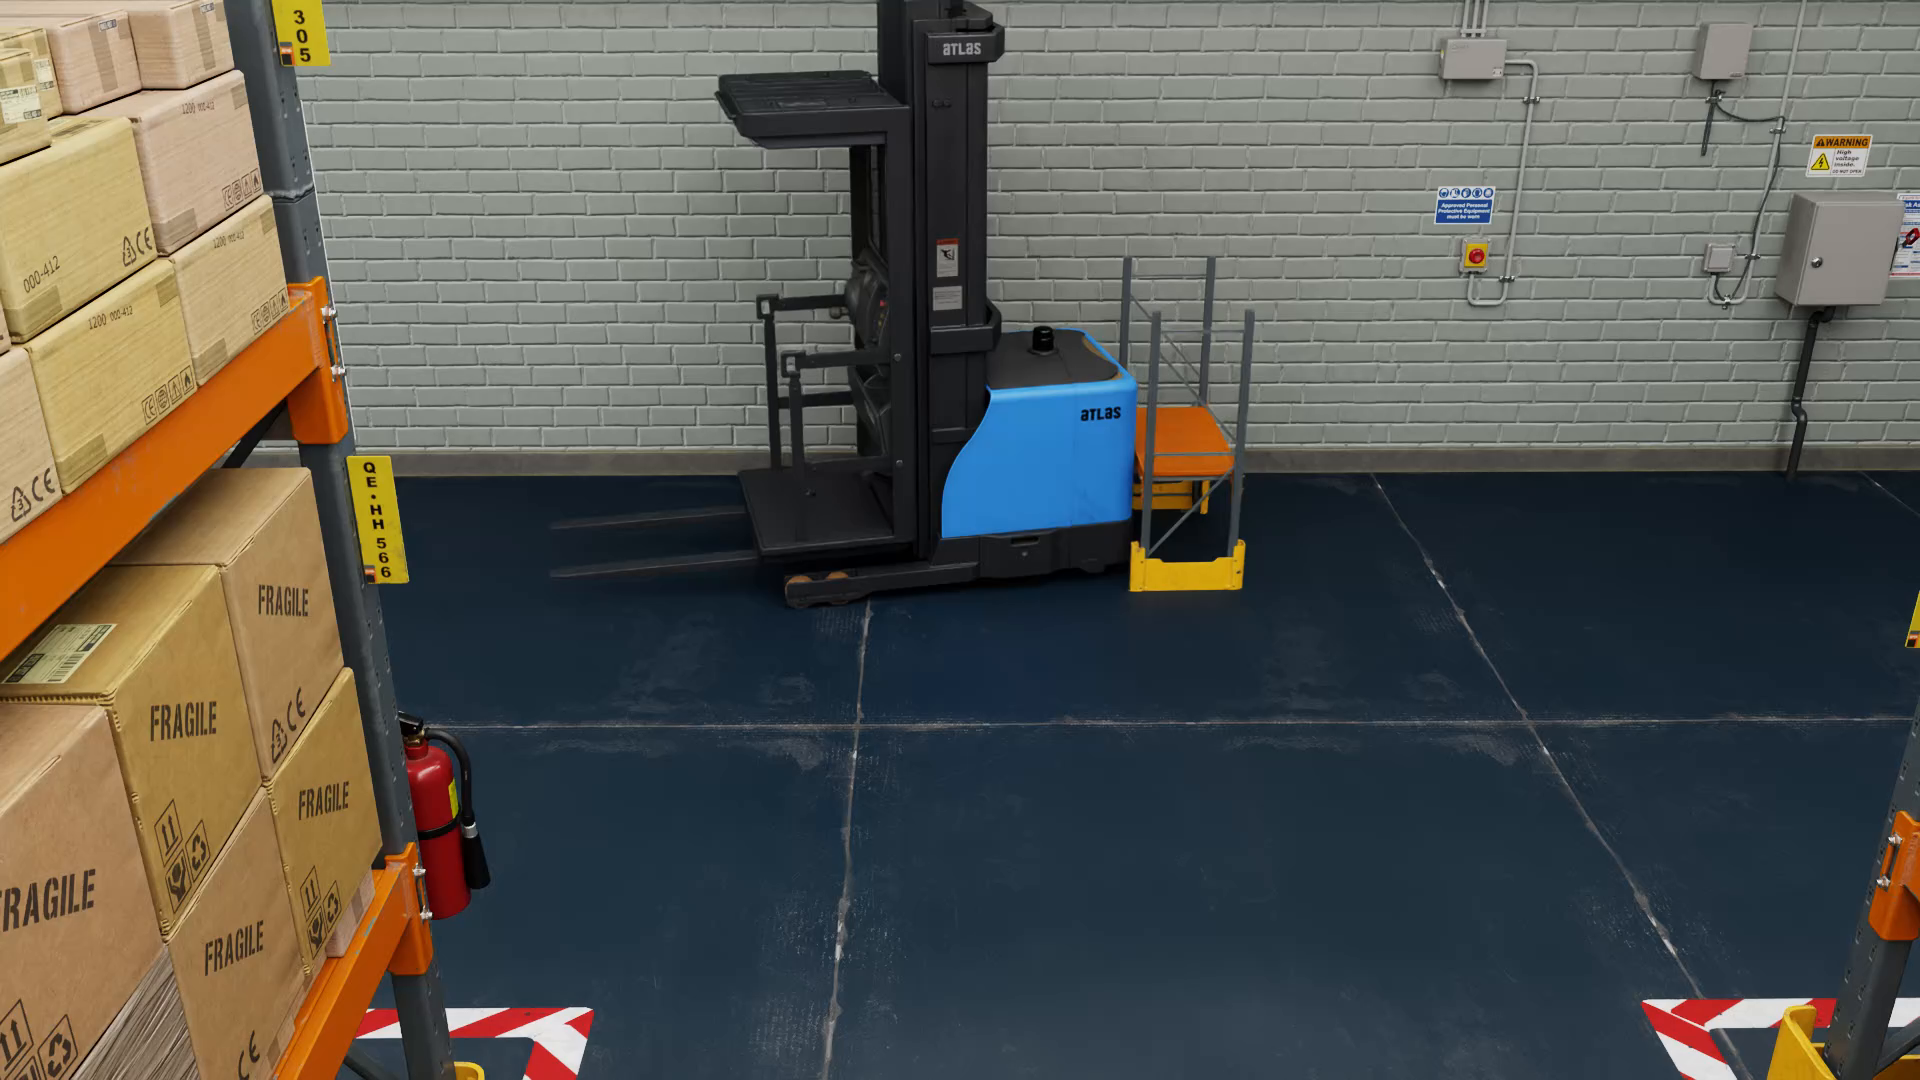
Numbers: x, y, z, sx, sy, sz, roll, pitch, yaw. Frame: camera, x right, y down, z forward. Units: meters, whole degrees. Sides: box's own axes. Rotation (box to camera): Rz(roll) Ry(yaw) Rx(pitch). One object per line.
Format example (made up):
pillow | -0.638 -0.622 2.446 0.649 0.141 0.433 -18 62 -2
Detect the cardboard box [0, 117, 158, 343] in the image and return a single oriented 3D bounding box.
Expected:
cardboard box | -1.661 -0.506 2.665 0.500 0.250 0.500 -1 24 -2

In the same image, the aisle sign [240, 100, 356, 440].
aisle sign | -1.628 -0.595 3.772 0.394 0.787 0.004 0 24 -1

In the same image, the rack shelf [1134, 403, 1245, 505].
rack shelf | 1.158 -0.474 8.914 0.538 0.185 1.000 -1 24 -2

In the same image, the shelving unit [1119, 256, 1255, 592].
shelving unit | 1.158 -0.641 8.848 0.587 1.500 1.083 -1 24 -2

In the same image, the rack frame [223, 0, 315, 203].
rack frame | -1.927 -2.113 3.002 1.000 3.000 0.127 0 24 -1

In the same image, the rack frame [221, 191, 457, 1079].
rack frame | -1.927 0.621 4.238 1.000 3.000 0.127 0 24 -1

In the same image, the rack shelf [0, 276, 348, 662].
rack shelf | -1.905 0.406 1.946 1.077 0.370 4.000 0 24 -1

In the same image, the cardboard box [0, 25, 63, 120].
cardboard box | -1.721 -0.744 2.706 0.380 0.149 0.250 -1 24 -2

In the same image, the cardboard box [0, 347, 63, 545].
cardboard box | -1.653 -0.077 2.322 0.500 0.250 0.500 1 24 2

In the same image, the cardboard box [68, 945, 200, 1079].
cardboard box | -1.649 1.045 2.818 0.500 0.500 0.500 0 24 0

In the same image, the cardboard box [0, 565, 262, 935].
cardboard box | -1.668 0.380 3.074 0.500 0.500 0.500 -1 24 -2

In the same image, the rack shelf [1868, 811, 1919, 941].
rack shelf | 3.043 1.709 2.705 1.077 0.370 4.000 0 24 -1

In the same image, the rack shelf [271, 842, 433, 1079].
rack shelf | -1.905 1.772 2.564 1.077 0.370 4.000 0 24 -1

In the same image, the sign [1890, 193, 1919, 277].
sign | 5.531 -1.760 9.618 0.329 0.494 0.001 0 24 -1

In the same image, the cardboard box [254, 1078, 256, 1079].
cardboard box | -1.632 1.179 3.308 0.380 0.149 0.250 0 24 1

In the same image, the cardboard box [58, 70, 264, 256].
cardboard box | -1.668 -0.717 3.131 0.500 0.250 0.500 -1 24 -2

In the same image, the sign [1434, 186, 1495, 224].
sign | 2.888 -1.915 9.516 0.327 0.218 0.001 0 24 -1

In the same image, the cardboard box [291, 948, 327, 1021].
cardboard box | -1.676 0.971 3.769 0.380 0.149 0.250 0 24 -1

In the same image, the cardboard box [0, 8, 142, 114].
cardboard box | -1.703 -0.850 2.940 0.380 0.149 0.250 0 24 0

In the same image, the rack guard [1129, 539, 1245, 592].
rack guard | 1.181 0.133 8.652 0.587 0.250 0.087 -1 24 -2

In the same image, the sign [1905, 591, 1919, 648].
sign | 2.467 0.126 4.184 0.100 0.325 0.005 0 24 -1

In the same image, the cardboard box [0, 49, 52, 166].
cardboard box | -1.610 -0.635 2.467 0.380 0.149 0.250 0 24 0

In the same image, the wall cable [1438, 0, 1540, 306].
wall cable | 2.937 -2.244 9.301 0.585 1.953 0.123 0 24 -1

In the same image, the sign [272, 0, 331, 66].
sign | -1.372 -1.144 3.425 0.100 0.325 0.005 0 24 -1

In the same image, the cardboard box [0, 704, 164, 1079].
cardboard box | -1.653 0.594 2.600 0.500 0.500 0.500 1 24 2

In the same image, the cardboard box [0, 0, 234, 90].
cardboard box | -1.630 -0.952 3.166 0.380 0.149 0.250 0 24 -1

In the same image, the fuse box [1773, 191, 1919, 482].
fuse box | 5.039 -1.129 9.670 0.539 1.711 0.414 0 24 -1

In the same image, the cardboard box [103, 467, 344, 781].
cardboard box | -1.673 0.171 3.536 0.500 0.500 0.500 -1 24 -2

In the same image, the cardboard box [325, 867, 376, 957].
cardboard box | -1.641 0.868 3.996 0.380 0.149 0.250 0 24 0

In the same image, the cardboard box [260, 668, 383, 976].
cardboard box | -1.665 0.623 3.749 0.500 0.500 0.500 0 24 1

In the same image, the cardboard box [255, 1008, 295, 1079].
cardboard box | -1.658 1.074 3.540 0.380 0.149 0.250 0 24 -1

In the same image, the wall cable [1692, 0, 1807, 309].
wall cable | 4.355 -2.241 9.332 0.588 1.984 0.122 0 24 -1

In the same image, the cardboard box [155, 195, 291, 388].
cardboard box | -1.657 -0.492 3.239 0.500 0.250 0.500 -1 24 -2

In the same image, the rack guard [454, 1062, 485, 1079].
rack guard | -1.926 1.791 4.684 1.175 0.500 0.348 0 24 -1

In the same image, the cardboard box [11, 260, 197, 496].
cardboard box | -1.645 -0.281 2.774 0.500 0.250 0.500 0 24 0

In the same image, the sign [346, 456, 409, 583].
sign | -1.372 -0.045 3.922 0.100 0.325 0.005 0 24 -1

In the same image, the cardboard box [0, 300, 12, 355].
cardboard box | -1.658 -0.295 2.198 0.500 0.250 0.500 0 24 0

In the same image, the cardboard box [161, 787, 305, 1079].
cardboard box | -1.664 0.836 3.280 0.500 0.500 0.500 -1 24 -1

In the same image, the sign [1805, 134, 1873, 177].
sign | 4.981 -2.177 9.422 0.339 0.242 0.001 0 24 -1

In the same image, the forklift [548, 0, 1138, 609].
forklift | -0.650 -1.223 8.398 3.031 2.935 1.130 -5 25 -12

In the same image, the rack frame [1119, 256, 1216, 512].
rack frame | 1.134 -0.847 9.302 0.500 1.500 0.032 -1 24 -2

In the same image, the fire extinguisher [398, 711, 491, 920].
fire extinguisher | -1.468 0.720 4.565 0.296 0.674 0.183 0 24 -1

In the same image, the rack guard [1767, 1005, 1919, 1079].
rack guard | 3.021 1.686 4.916 1.175 0.500 0.348 0 24 -1

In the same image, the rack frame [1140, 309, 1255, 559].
rack frame | 1.182 -0.428 8.377 0.500 1.500 0.032 -1 24 -2

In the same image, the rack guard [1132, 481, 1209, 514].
rack guard | 1.134 -0.277 9.559 0.587 0.250 0.087 -1 24 -2
